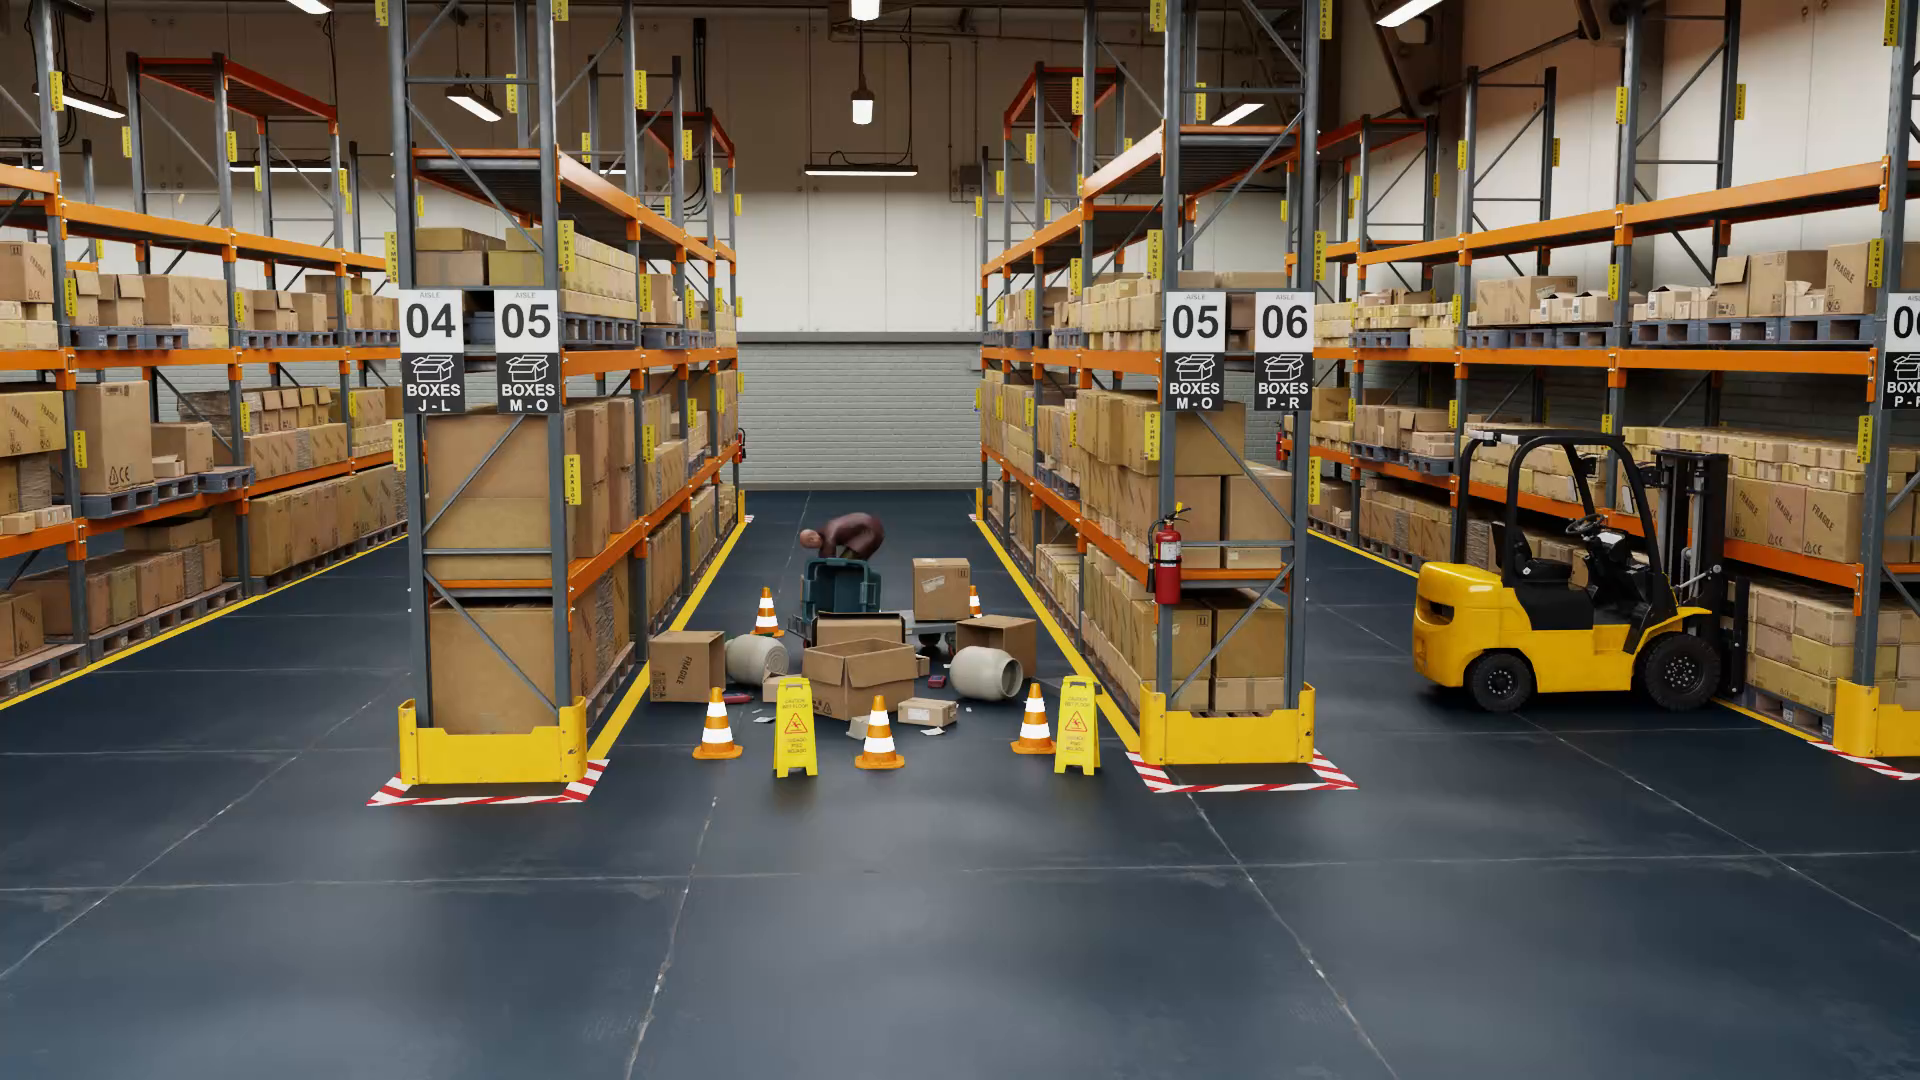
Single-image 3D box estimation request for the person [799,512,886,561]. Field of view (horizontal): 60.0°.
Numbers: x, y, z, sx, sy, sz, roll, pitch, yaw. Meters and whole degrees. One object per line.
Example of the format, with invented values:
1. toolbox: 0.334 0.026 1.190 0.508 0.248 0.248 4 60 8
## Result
1. person: -1.290 0.208 18.248 0.943 1.023 0.588 -1 7 -7
